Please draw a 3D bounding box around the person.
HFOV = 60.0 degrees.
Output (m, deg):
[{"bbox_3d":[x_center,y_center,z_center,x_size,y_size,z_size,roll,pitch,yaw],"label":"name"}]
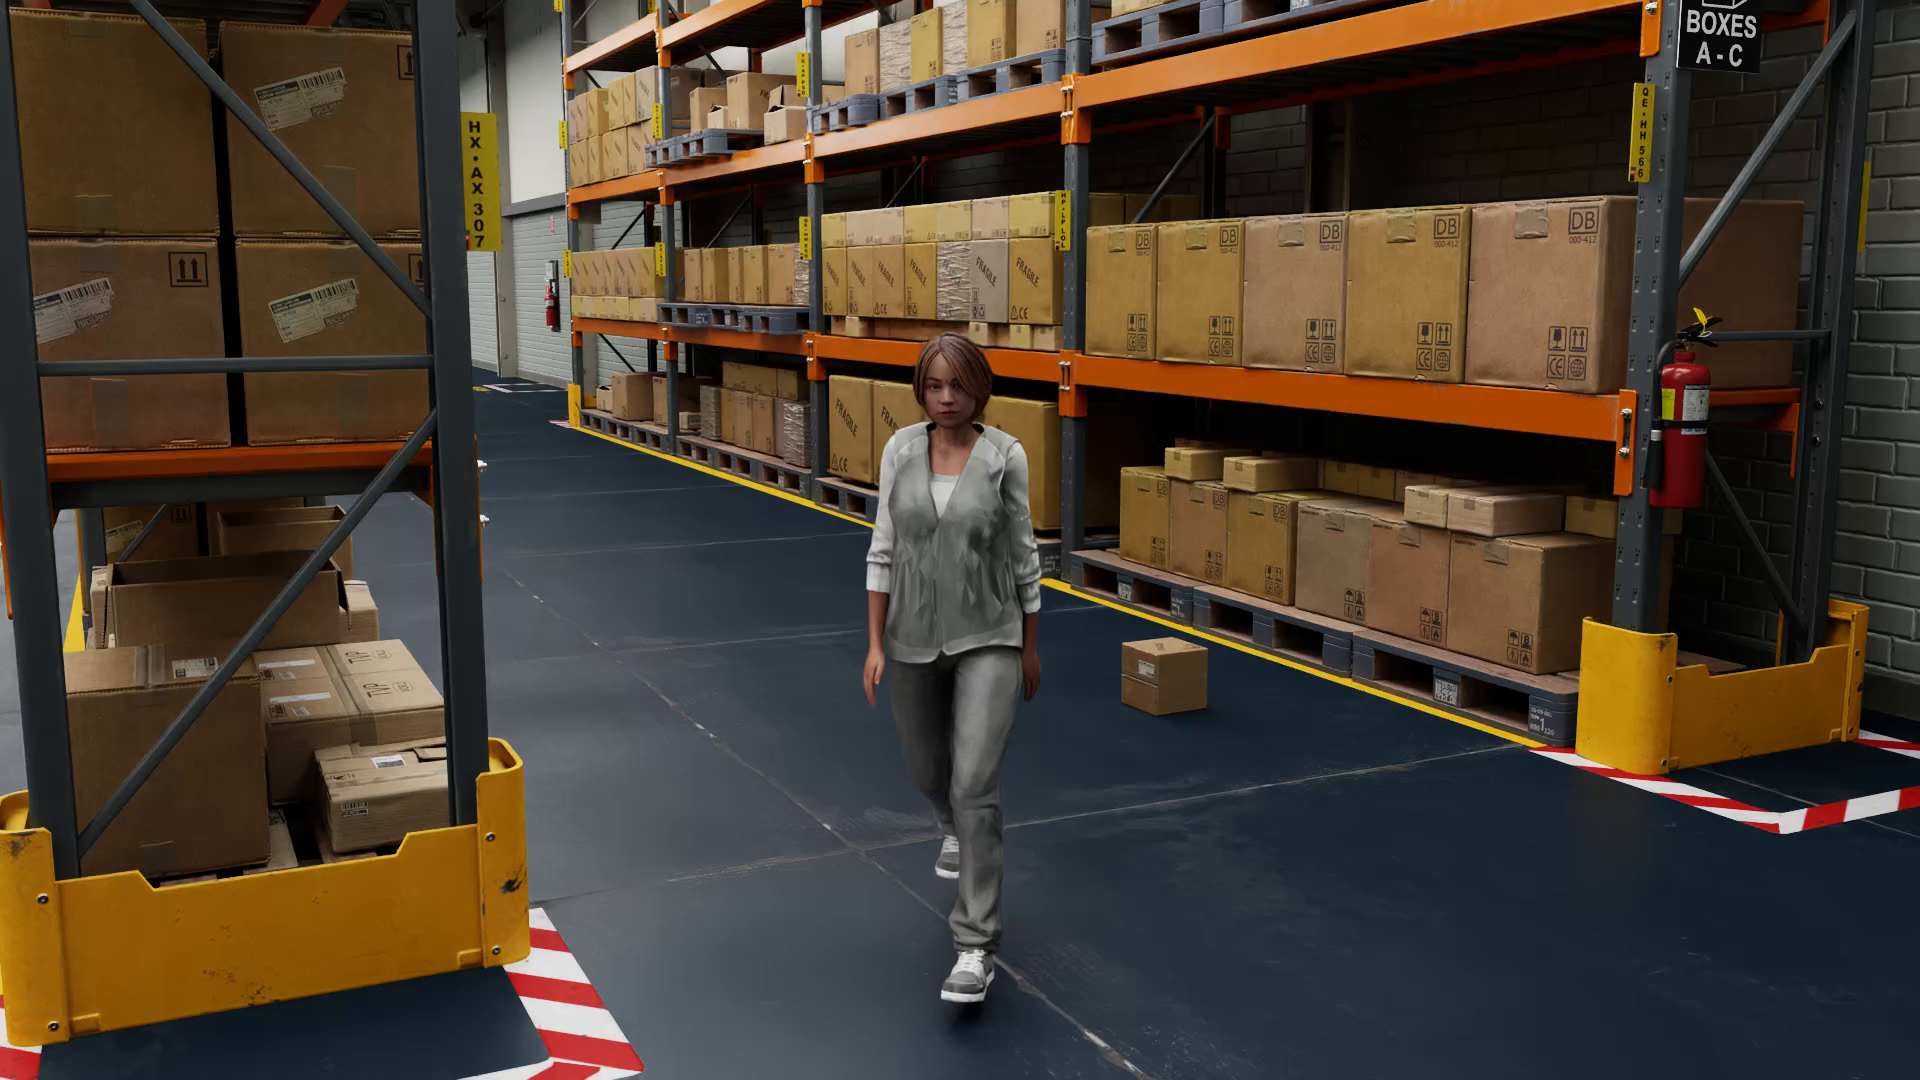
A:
[{"bbox_3d":[-0.011,0.257,4.158,0.422,1.552,0.899,2,9,15],"label":"person"}]
